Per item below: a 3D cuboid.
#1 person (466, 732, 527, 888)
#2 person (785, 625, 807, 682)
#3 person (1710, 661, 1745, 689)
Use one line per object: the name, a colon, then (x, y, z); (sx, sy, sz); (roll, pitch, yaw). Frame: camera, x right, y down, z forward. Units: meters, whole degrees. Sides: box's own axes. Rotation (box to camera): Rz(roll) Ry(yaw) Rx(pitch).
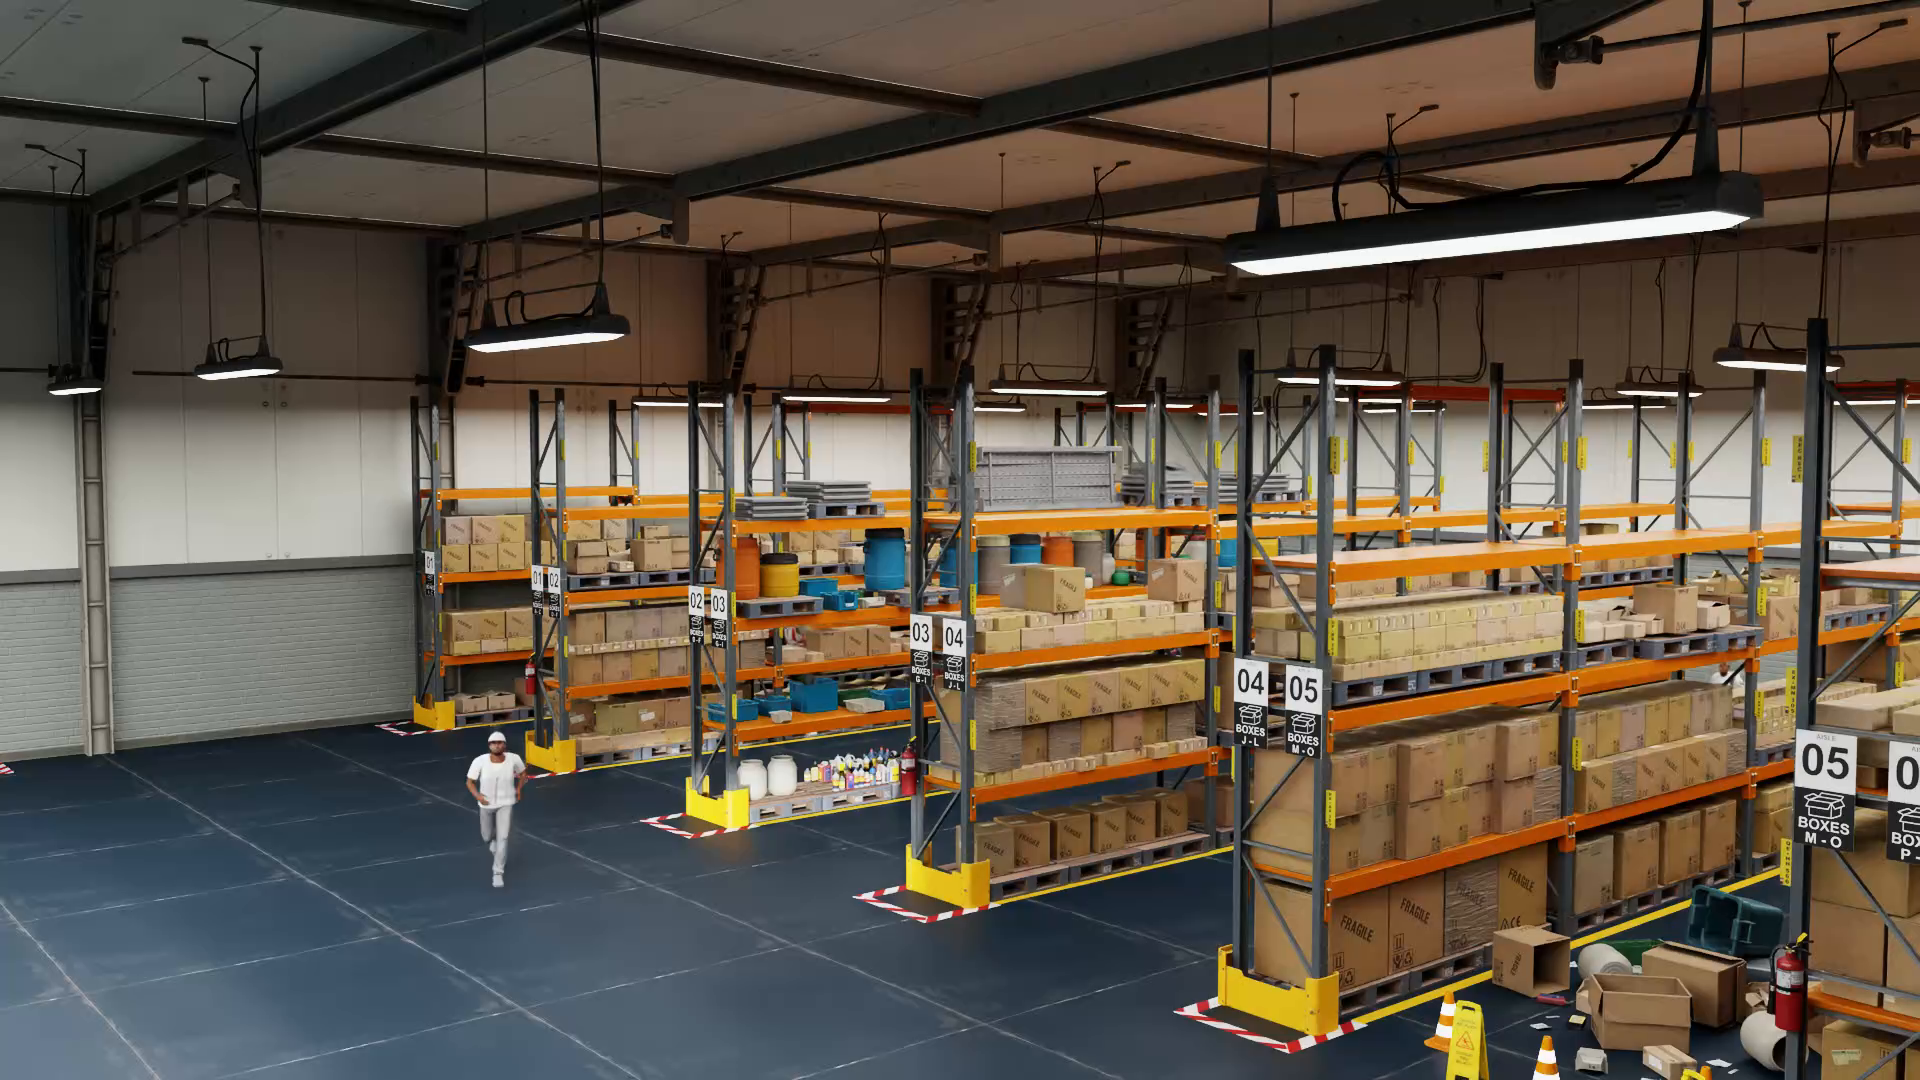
person: (-5.511, 3.146, 19.753); (0.672, 1.756, 1.090); (-1, 3, -9)
person: (-3.203, 2.123, 31.787); (0.551, 1.768, 0.668); (-3, 5, -45)
person: (12.450, 2.755, 27.015); (0.614, 1.681, 0.825); (3, 4, 38)
